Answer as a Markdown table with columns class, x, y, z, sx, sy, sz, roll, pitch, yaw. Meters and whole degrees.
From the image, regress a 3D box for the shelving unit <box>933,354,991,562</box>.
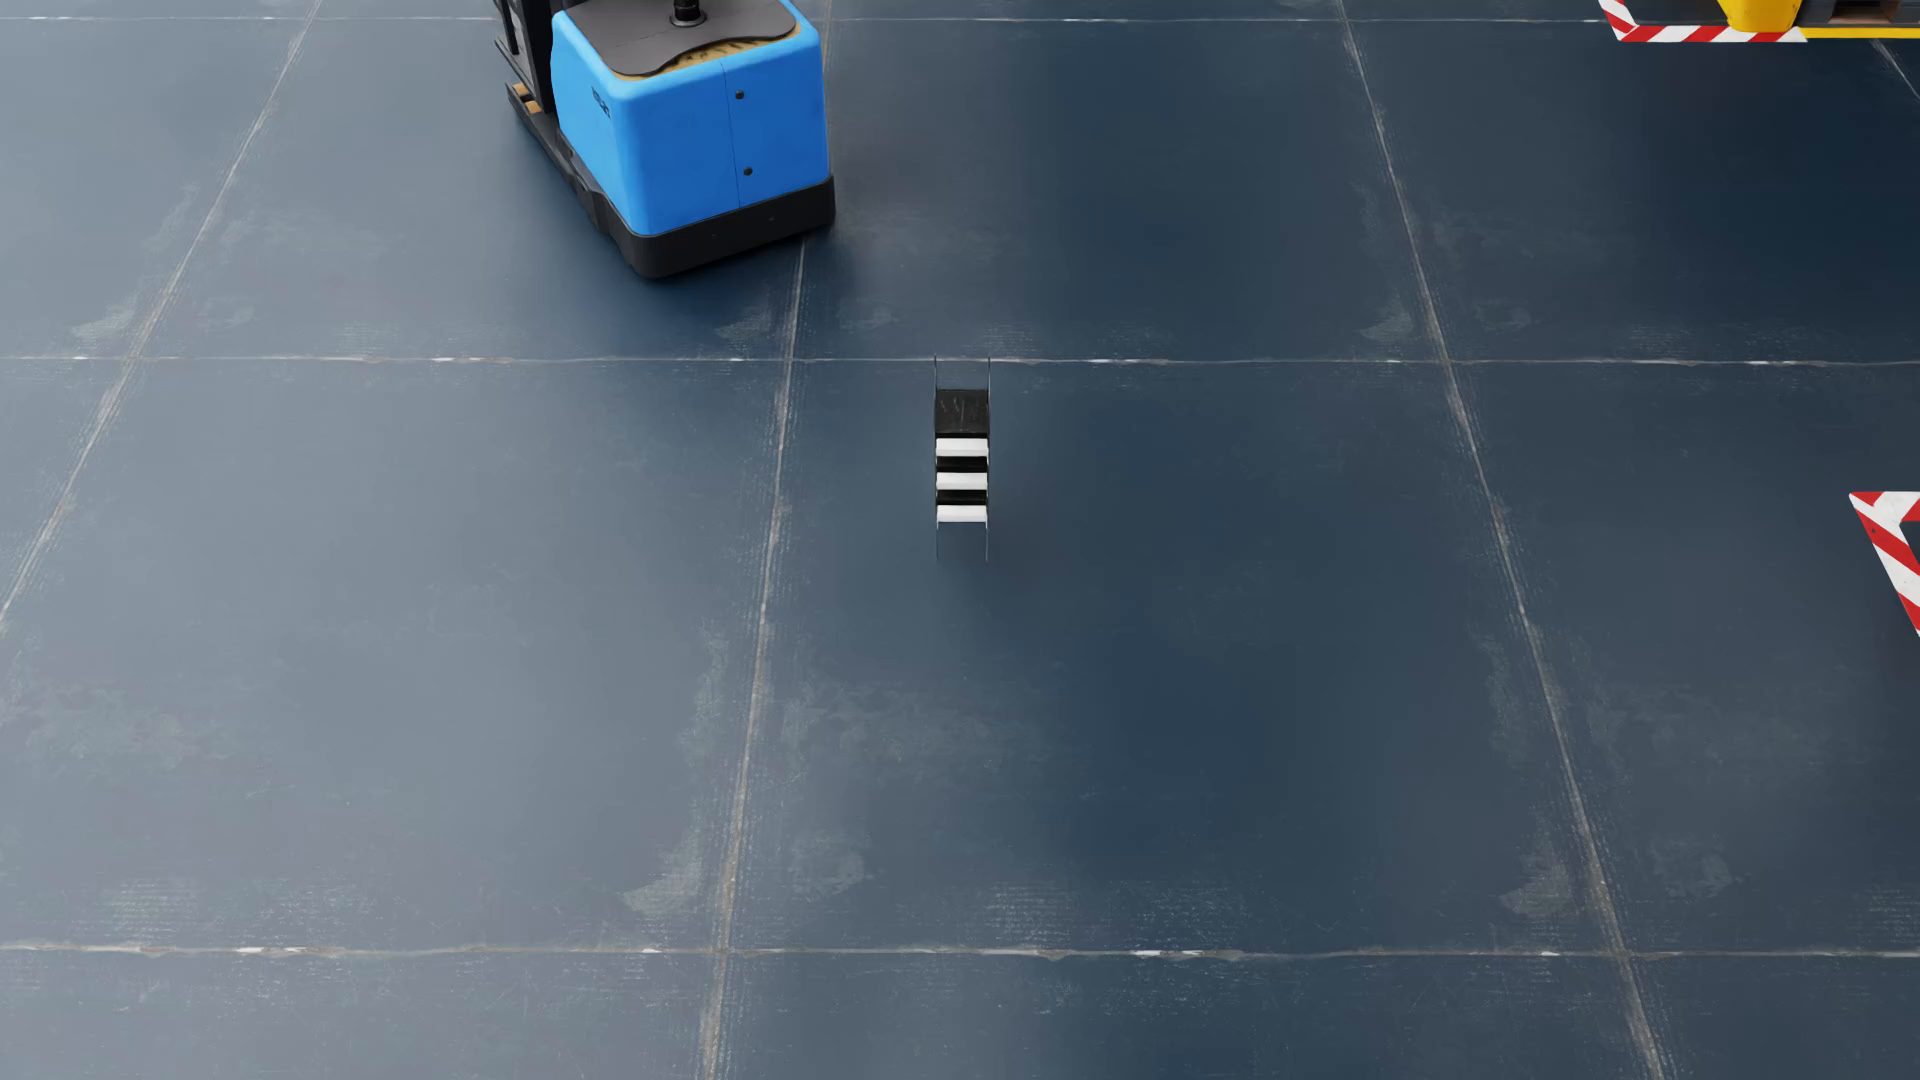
| class | x | y | z | sx | sy | sz | roll | pitch | yaw |
| --- | --- | --- | --- | --- | --- | --- | --- | --- | --- |
| shelving unit | 0.008 | -0.307 | 6.501 | 0.210 | 0.900 | 0.258 | 0 | 47 | 0 |

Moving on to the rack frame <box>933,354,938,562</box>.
| class | x | y | z | sx | sy | sz | roll | pitch | yaw |
| --- | --- | --- | --- | --- | --- | --- | --- | --- | --- |
| rack frame | -0.094 | -0.307 | 6.502 | 0.006 | 0.900 | 0.240 | 0 | 47 | 0 |

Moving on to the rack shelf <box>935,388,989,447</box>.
| class | x | y | z | sx | sy | sz | roll | pitch | yaw |
| --- | --- | --- | --- | --- | --- | --- | --- | --- | --- |
| rack shelf | 0.008 | -0.468 | 6.328 | 0.200 | 0.077 | 0.258 | 0 | 47 | 0 |

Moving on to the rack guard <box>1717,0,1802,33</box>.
| class | x | y | z | sx | sy | sz | roll | pitch | yaw |
| --- | --- | --- | --- | --- | --- | --- | --- | --- | --- |
| rack guard | 4.617 | -3.512 | 9.758 | 0.348 | 0.500 | 1.175 | 0 | 47 | 0 |

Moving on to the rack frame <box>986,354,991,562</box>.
| class | x | y | z | sx | sy | sz | roll | pitch | yaw |
| --- | --- | --- | --- | --- | --- | --- | --- | --- | --- |
| rack frame | 0.110 | -0.306 | 6.501 | 0.006 | 0.900 | 0.240 | 0 | 47 | 0 |

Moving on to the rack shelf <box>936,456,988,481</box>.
| class | x | y | z | sx | sy | sz | roll | pitch | yaw |
| --- | --- | --- | --- | --- | --- | --- | --- | --- | --- |
| rack shelf | 0.008 | -0.345 | 6.460 | 0.200 | 0.077 | 0.258 | 0 | 47 | 0 |

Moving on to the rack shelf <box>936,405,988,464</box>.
| class | x | y | z | sx | sy | sz | roll | pitch | yaw |
| --- | --- | --- | --- | --- | --- | --- | --- | --- | --- |
| rack shelf | 0.008 | -0.406 | 6.394 | 0.200 | 0.077 | 0.258 | 0 | 47 | 0 |

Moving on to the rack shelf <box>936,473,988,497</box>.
| class | x | y | z | sx | sy | sz | roll | pitch | yaw |
| --- | --- | --- | --- | --- | --- | --- | --- | --- | --- |
| rack shelf | 0.008 | -0.284 | 6.526 | 0.200 | 0.077 | 0.258 | 0 | 47 | 0 |

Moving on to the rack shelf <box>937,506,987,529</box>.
| class | x | y | z | sx | sy | sz | roll | pitch | yaw |
| --- | --- | --- | --- | --- | --- | --- | --- | --- | --- |
| rack shelf | 0.008 | -0.161 | 6.658 | 0.200 | 0.077 | 0.258 | 0 | 47 | 0 |

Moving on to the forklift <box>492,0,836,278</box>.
| class | x | y | z | sx | sy | sz | roll | pitch | yaw |
| --- | --- | --- | --- | --- | --- | --- | --- | --- | --- |
| forklift | -1.774 | -3.317 | 7.916 | 1.130 | 2.935 | 3.031 | -22 | 51 | -19 |

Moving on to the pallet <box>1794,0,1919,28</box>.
| class | x | y | z | sx | sy | sz | roll | pitch | yaw |
| --- | --- | --- | --- | --- | --- | --- | --- | --- | --- |
| pallet | 5.429 | -3.385 | 9.838 | 1.213 | 0.211 | 1.003 | 0 | 47 | 0 |

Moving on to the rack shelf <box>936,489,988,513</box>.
| class | x | y | z | sx | sy | sz | roll | pitch | yaw |
| --- | --- | --- | --- | --- | --- | --- | --- | --- | --- |
| rack shelf | 0.008 | -0.223 | 6.592 | 0.200 | 0.077 | 0.258 | 0 | 47 | 0 |
